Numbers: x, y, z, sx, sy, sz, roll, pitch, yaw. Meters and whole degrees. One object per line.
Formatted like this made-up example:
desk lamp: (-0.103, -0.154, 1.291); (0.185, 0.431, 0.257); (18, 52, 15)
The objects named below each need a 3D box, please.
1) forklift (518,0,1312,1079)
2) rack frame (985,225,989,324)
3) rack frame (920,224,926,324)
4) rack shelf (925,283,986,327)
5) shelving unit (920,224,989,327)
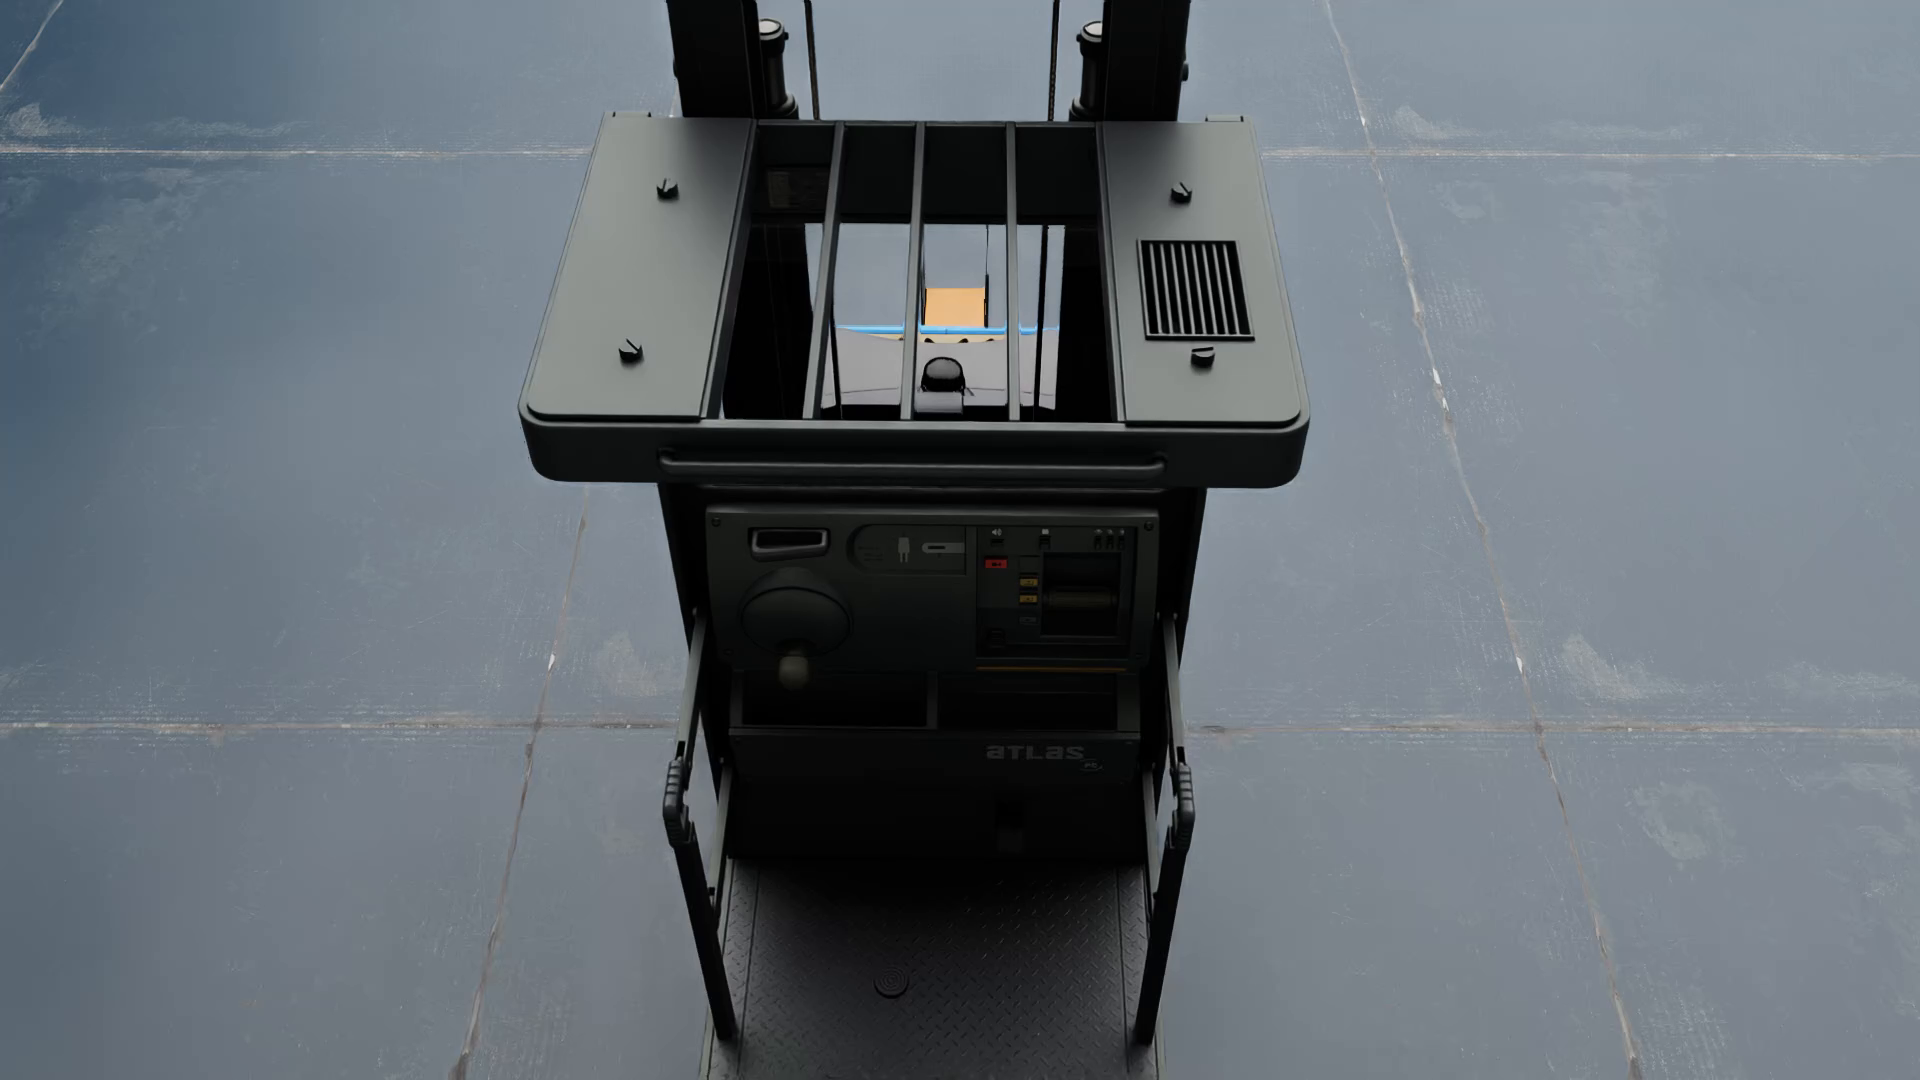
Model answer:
forklift: (-0.058, 0.213, 3.306); (1.130, 2.935, 3.031); (1, 47, 1)
rack frame: (0.077, -0.414, 5.072); (0.006, 1.200, 0.240); (1, 47, 1)
rack frame: (-0.106, -0.417, 5.075); (0.006, 1.200, 0.240); (1, 47, 1)
rack shelf: (-0.014, -0.630, 4.842); (0.180, 0.103, 0.258); (1, 47, 1)
shelving unit: (-0.015, -0.415, 5.073); (0.189, 1.200, 0.258); (1, 47, 1)
